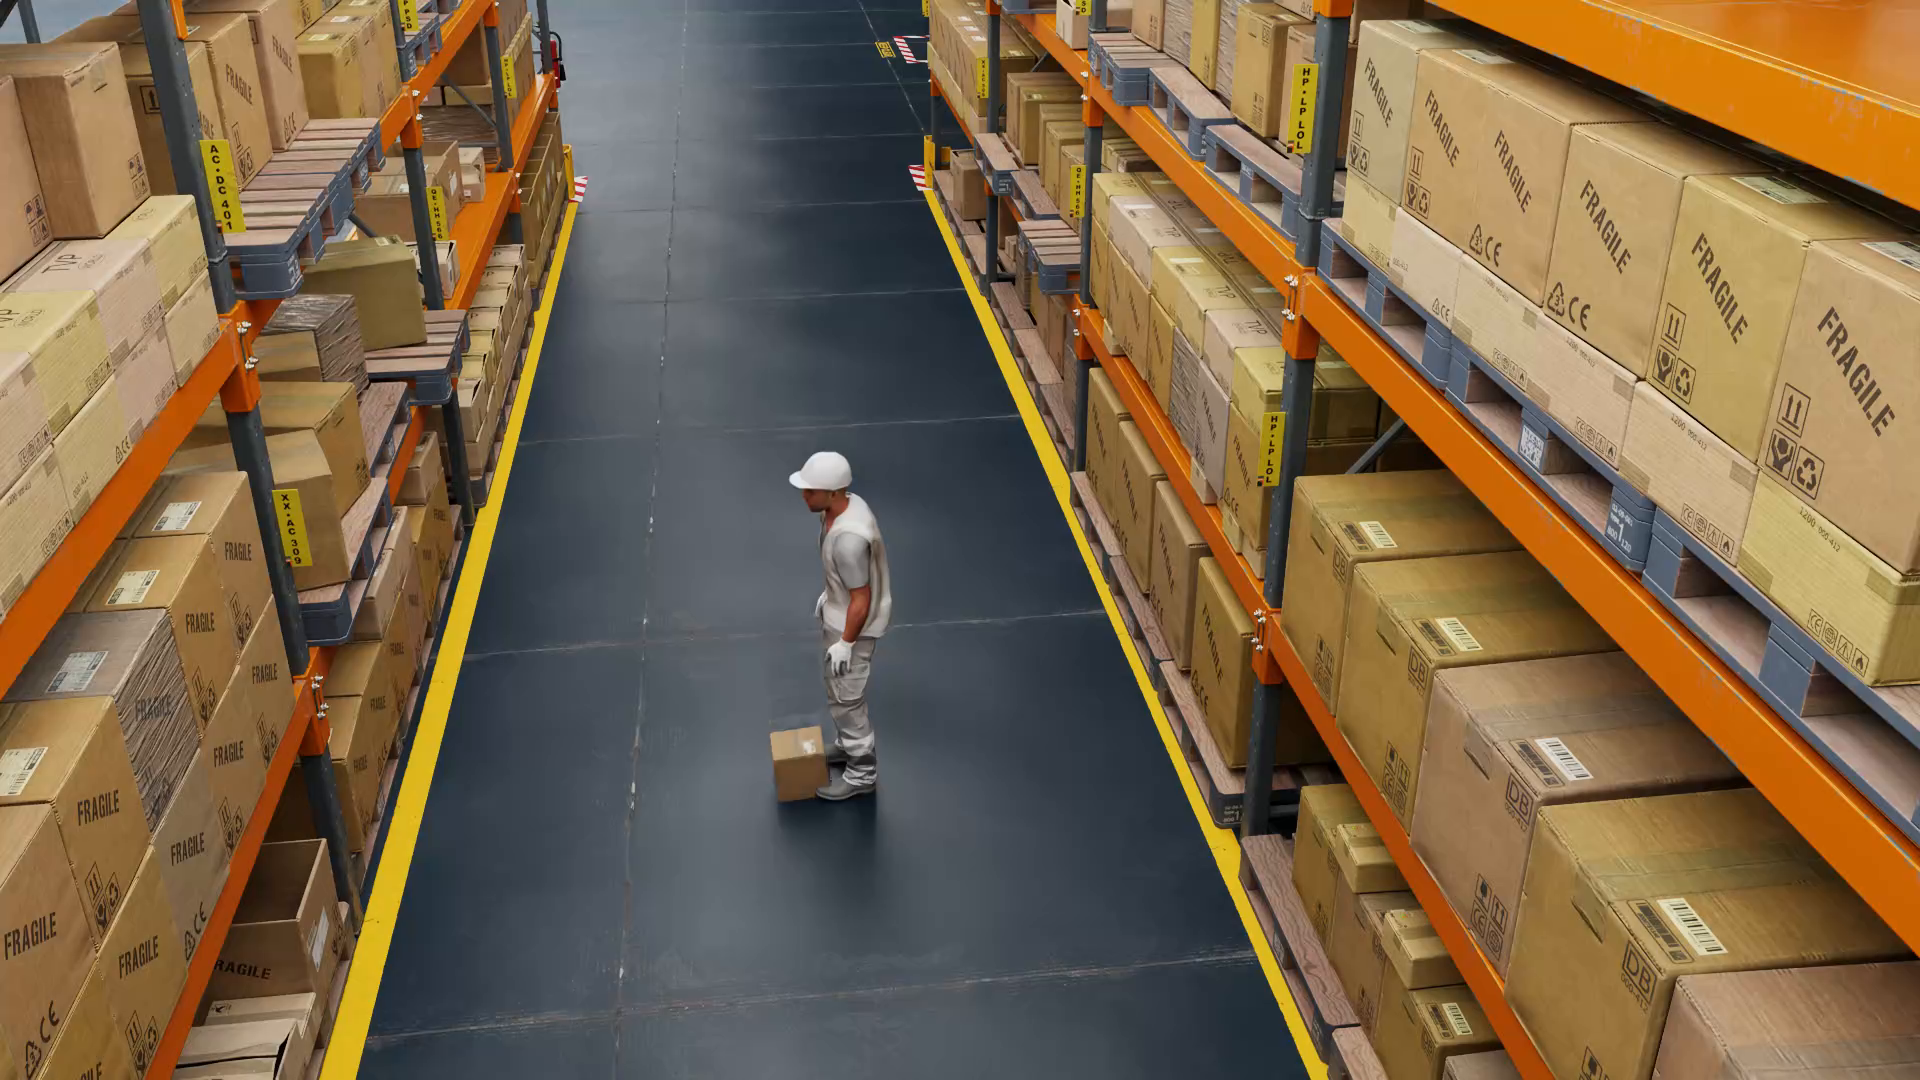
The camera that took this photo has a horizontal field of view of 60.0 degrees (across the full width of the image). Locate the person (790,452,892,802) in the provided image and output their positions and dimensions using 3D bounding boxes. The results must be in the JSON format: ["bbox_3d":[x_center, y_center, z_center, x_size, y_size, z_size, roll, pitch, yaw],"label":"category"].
[{"bbox_3d":[-0.549,0.392,7.826,0.441,1.780,0.579,-5,27,-9],"label":"person"}]
